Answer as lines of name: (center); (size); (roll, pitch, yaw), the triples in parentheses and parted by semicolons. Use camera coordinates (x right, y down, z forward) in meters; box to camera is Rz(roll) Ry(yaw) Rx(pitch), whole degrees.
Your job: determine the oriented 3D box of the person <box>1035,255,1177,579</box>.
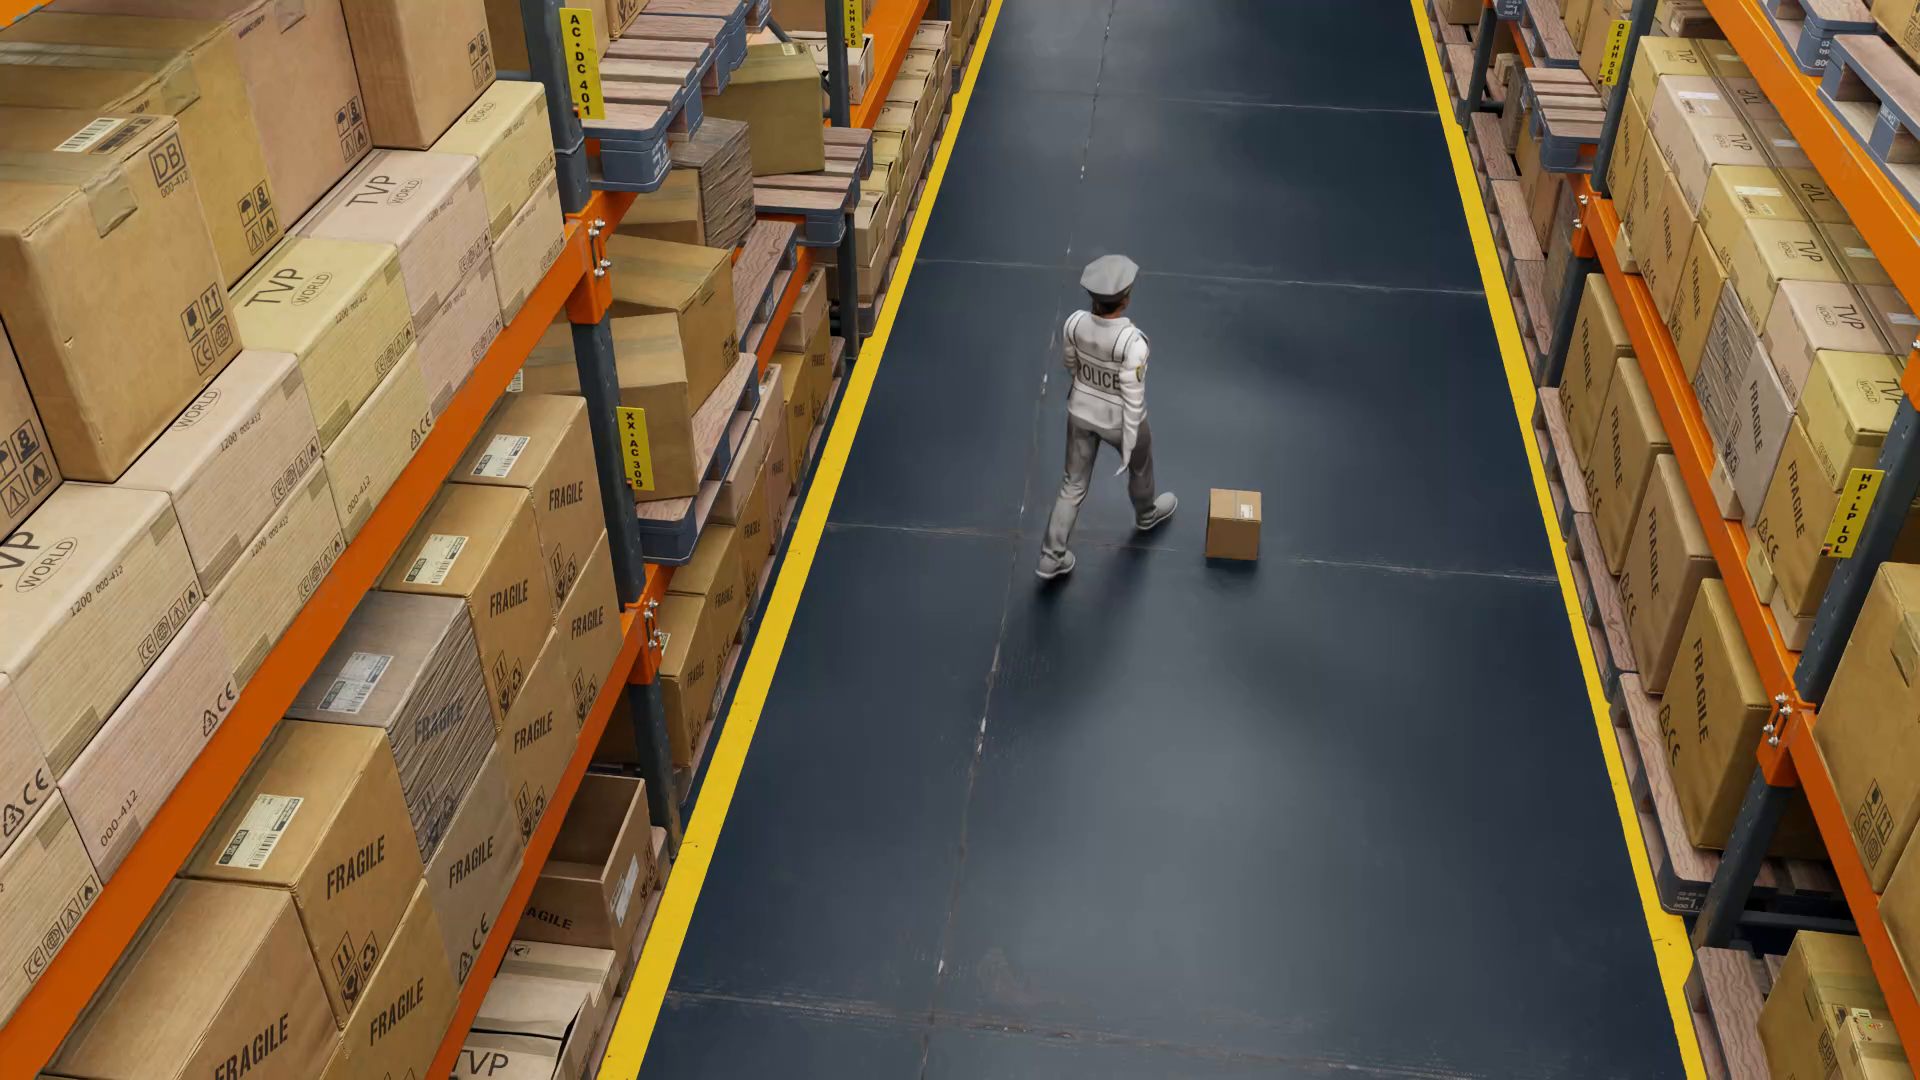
person: (0.709, -0.627, 7.886); (0.496, 1.625, 0.982); (20, 41, 25)
